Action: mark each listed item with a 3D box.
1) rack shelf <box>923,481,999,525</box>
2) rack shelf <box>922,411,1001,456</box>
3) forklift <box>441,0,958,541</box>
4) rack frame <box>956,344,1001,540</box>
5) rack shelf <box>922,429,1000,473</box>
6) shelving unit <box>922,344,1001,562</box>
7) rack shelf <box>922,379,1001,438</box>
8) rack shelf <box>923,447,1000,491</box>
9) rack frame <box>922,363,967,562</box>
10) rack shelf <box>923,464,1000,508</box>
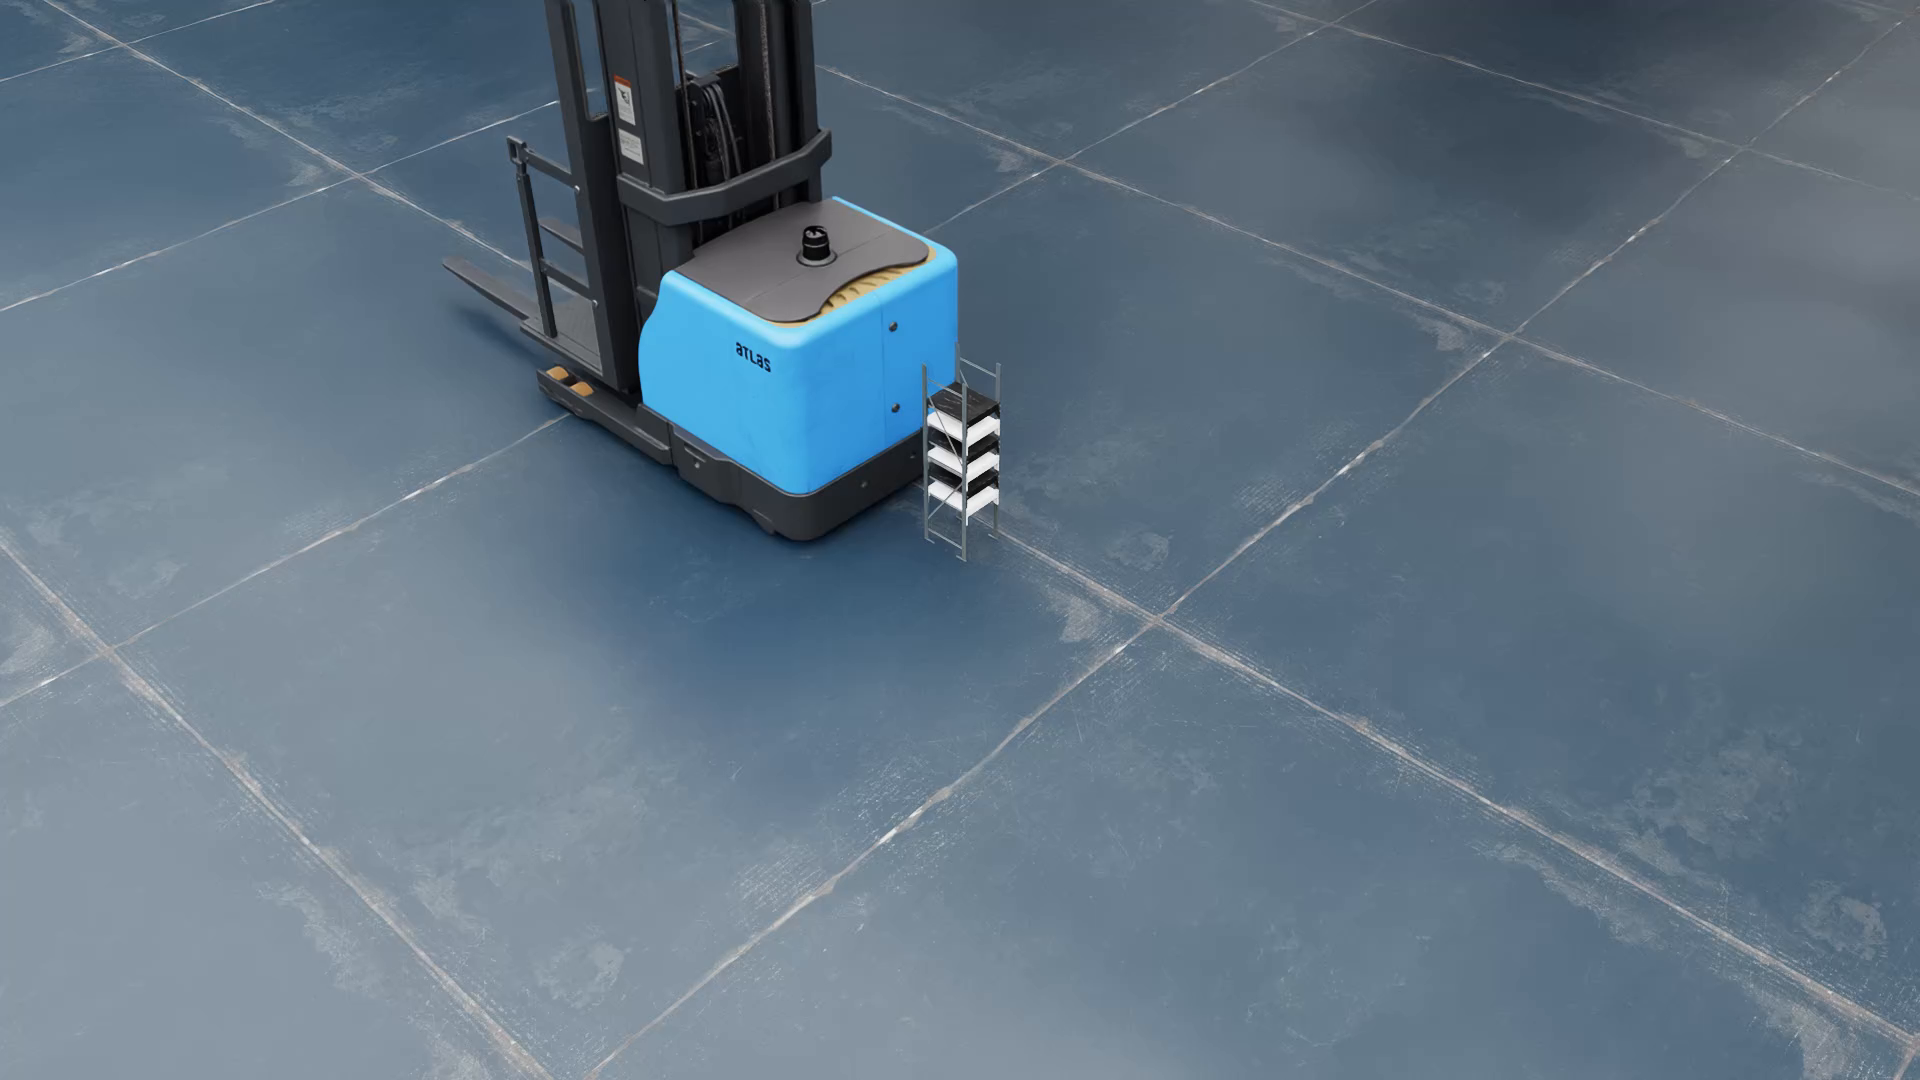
[{"bbox_3d":[0.005,-0.189,7.107,0.258,0.077,0.200,30,47,32],"label":"rack shelf"},{"bbox_3d":[0.005,-0.471,6.883,0.258,0.077,0.200,30,47,32],"label":"rack shelf"},{"bbox_3d":[-1.408,-1.947,7.343,3.031,2.935,1.130,31,48,33],"label":"forklift"},{"bbox_3d":[0.074,-0.403,7.033,0.240,0.900,0.006,30,47,32],"label":"rack frame"},{"bbox_3d":[0.005,-0.400,6.939,0.258,0.077,0.200,30,47,32],"label":"rack shelf"},{"bbox_3d":[0.005,-0.356,6.975,0.258,0.900,0.210,30,47,32],"label":"shelving unit"},{"bbox_3d":[0.005,-0.541,6.827,0.258,0.077,0.200,30,47,32],"label":"rack shelf"},{"bbox_3d":[0.005,-0.330,6.995,0.258,0.077,0.200,30,47,32],"label":"rack shelf"},{"bbox_3d":[-0.063,-0.309,6.916,0.240,0.900,0.006,30,47,32],"label":"rack frame"},{"bbox_3d":[0.005,-0.259,7.051,0.258,0.077,0.200,30,47,32],"label":"rack shelf"}]
